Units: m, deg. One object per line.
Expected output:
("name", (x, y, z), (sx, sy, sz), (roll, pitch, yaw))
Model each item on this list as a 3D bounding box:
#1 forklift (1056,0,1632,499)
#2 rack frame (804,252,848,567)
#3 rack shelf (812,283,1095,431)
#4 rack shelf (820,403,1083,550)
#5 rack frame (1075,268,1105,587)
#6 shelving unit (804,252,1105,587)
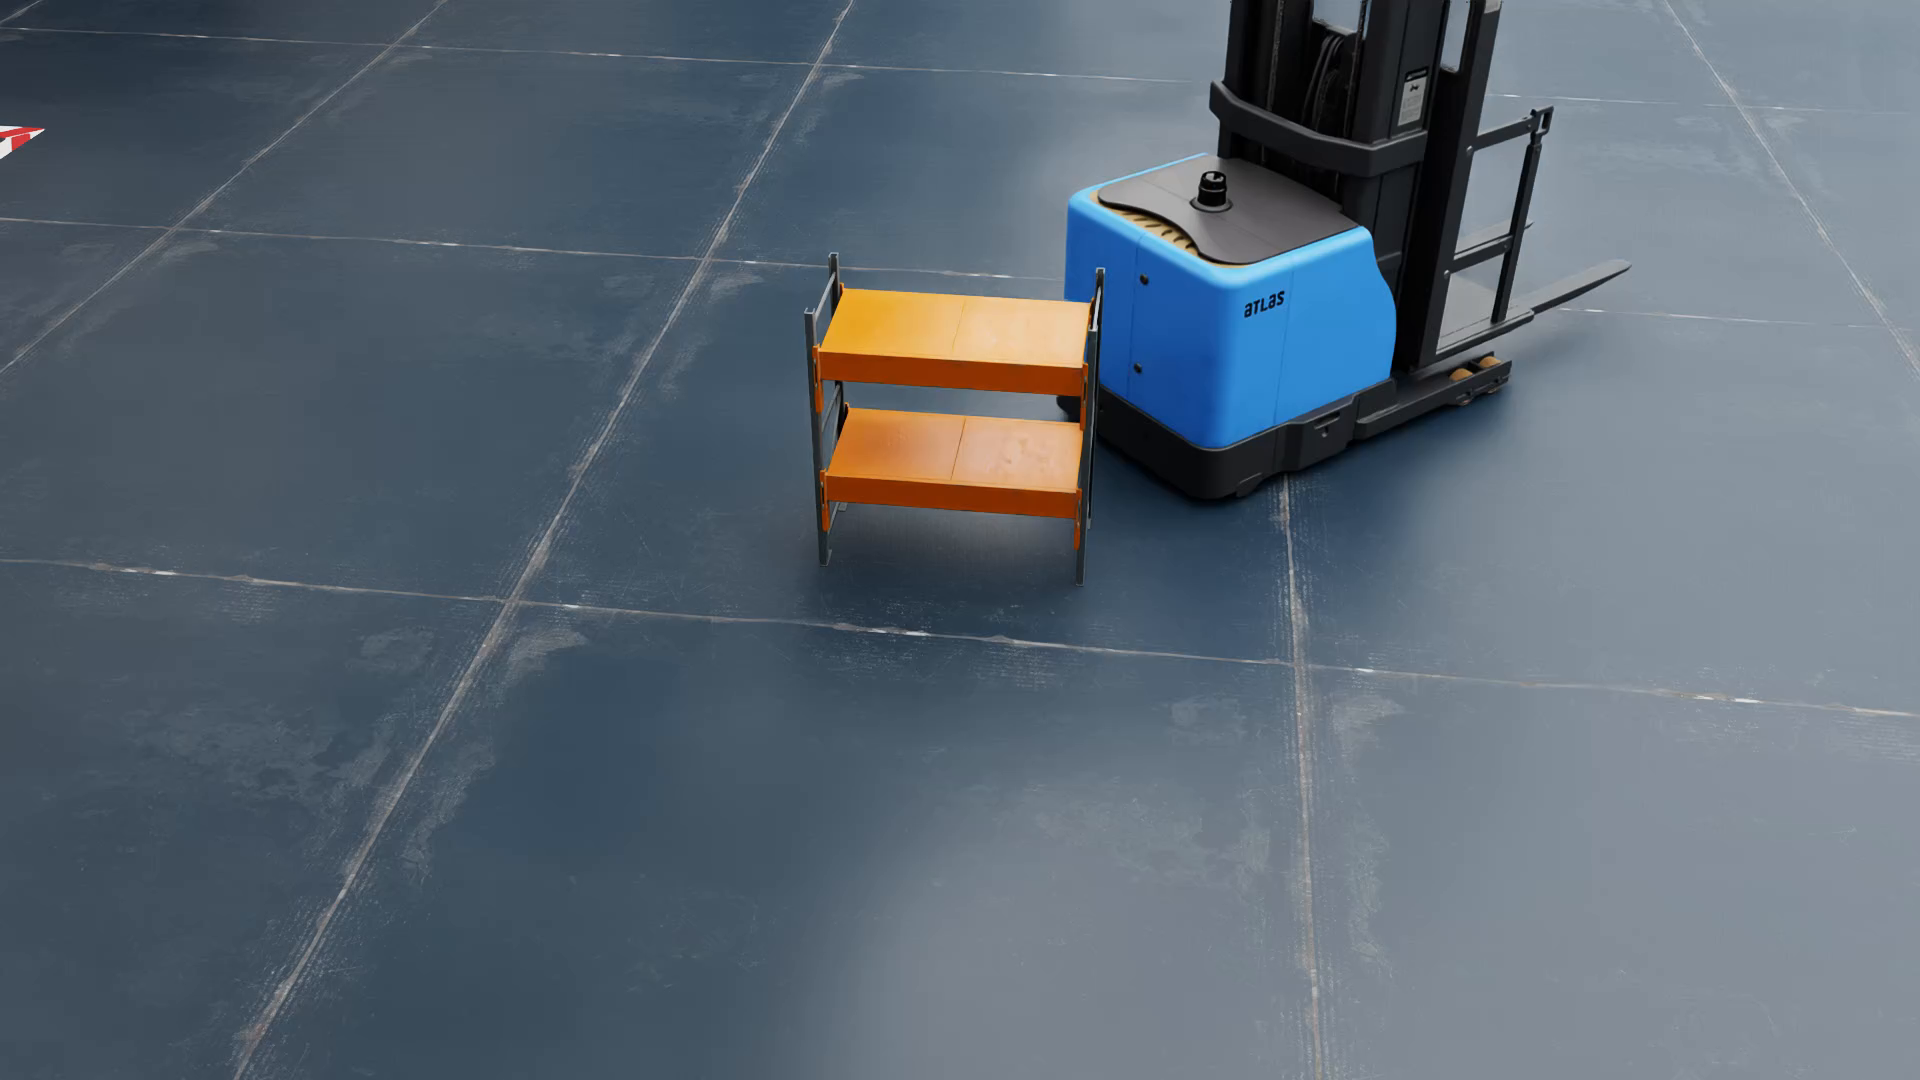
("forklift", (1.930, -2.036, 7.079), (3.031, 2.935, 1.130), (-23, 41, -28))
("rack frame", (-0.511, -0.496, 6.477), (0.032, 1.125, 0.500), (4, 36, 6))
("rack shelf", (-0.007, -0.697, 6.254), (1.000, 0.278, 0.538), (4, 36, 6))
("rack shelf", (-0.007, -0.259, 6.566), (1.000, 0.278, 0.538), (4, 36, 6))
("rack frame", (0.497, -0.421, 6.371), (0.032, 1.125, 0.500), (4, 36, 6))
("shelving unit", (-0.007, -0.458, 6.424), (1.048, 1.125, 0.538), (4, 36, 6))
